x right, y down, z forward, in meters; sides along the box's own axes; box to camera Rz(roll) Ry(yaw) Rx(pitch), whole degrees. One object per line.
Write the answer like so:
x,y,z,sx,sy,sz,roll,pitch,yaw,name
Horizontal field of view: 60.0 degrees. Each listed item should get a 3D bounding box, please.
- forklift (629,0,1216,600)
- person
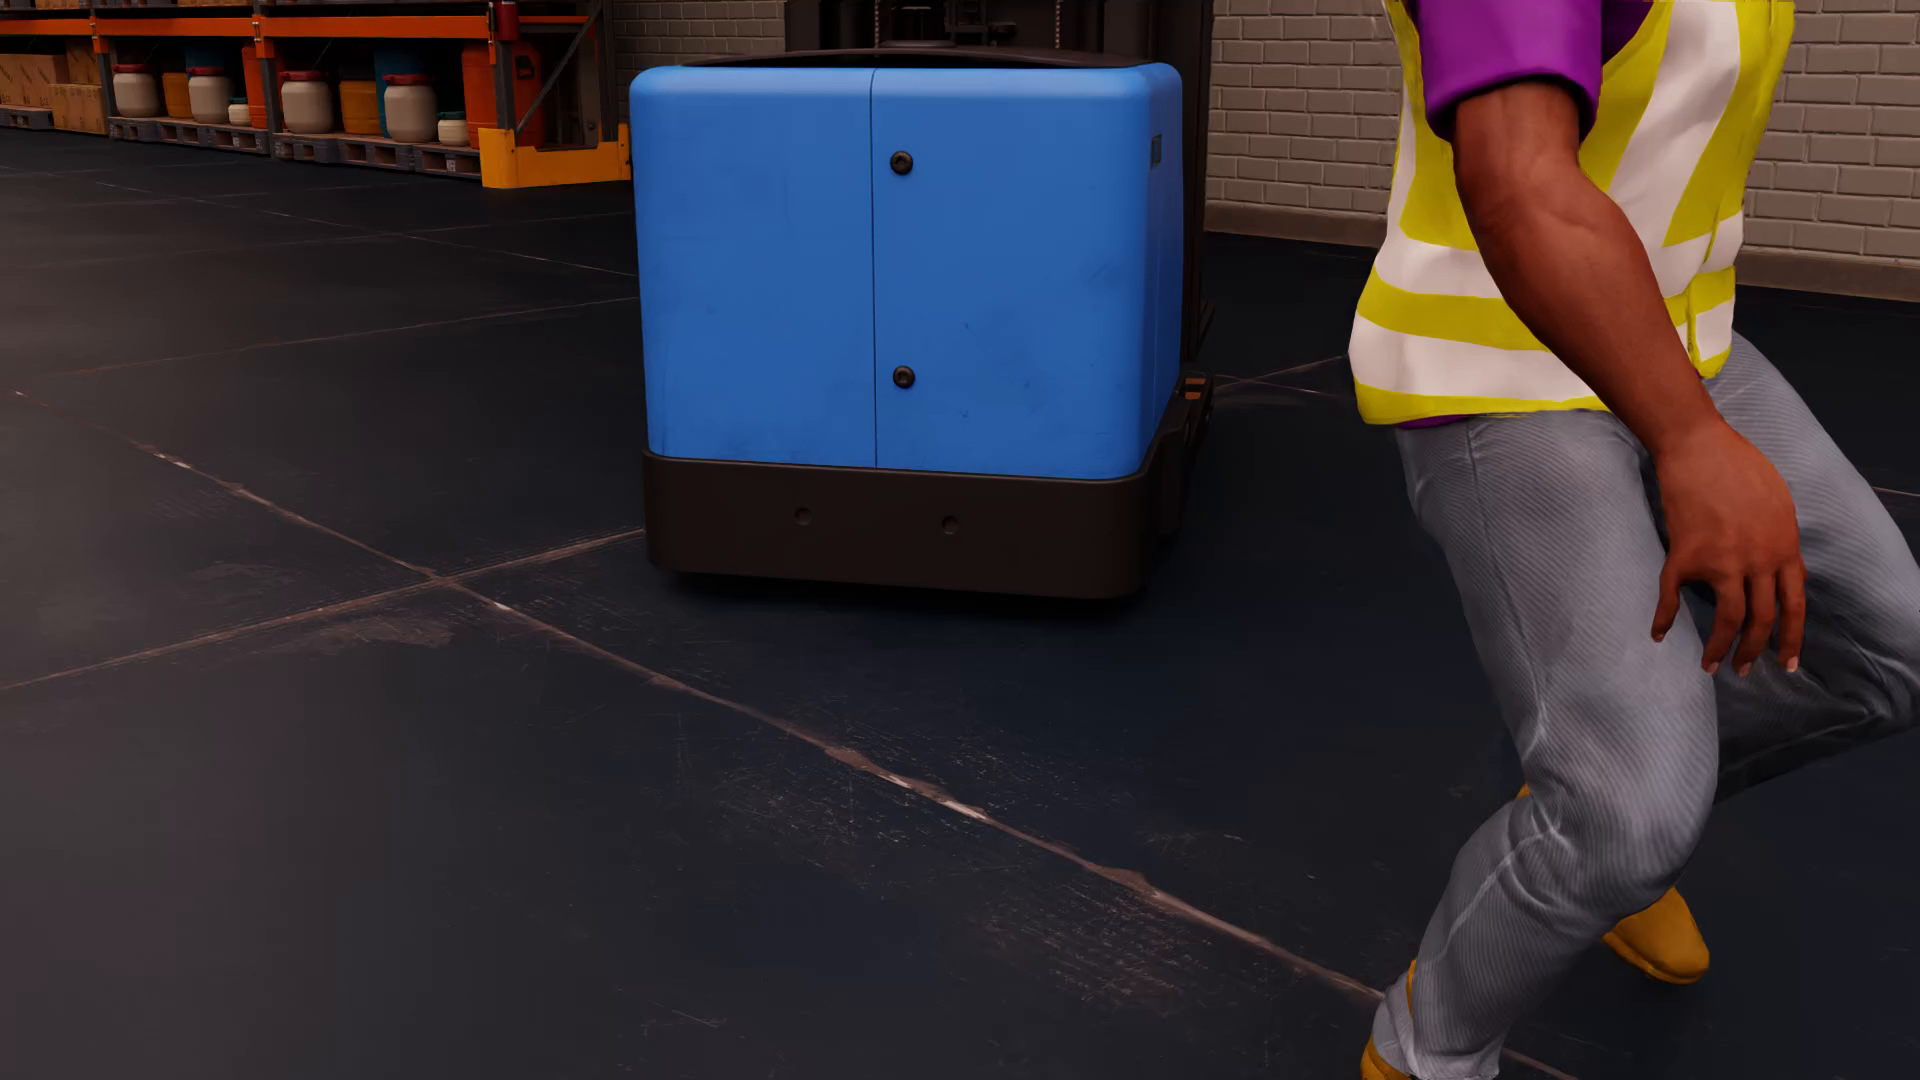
0.143,-1.676,4.358,1.130,2.935,3.031,4,17,11,forklift
0.668,-0.171,1.658,0.858,1.664,0.621,-15,23,-41,person
